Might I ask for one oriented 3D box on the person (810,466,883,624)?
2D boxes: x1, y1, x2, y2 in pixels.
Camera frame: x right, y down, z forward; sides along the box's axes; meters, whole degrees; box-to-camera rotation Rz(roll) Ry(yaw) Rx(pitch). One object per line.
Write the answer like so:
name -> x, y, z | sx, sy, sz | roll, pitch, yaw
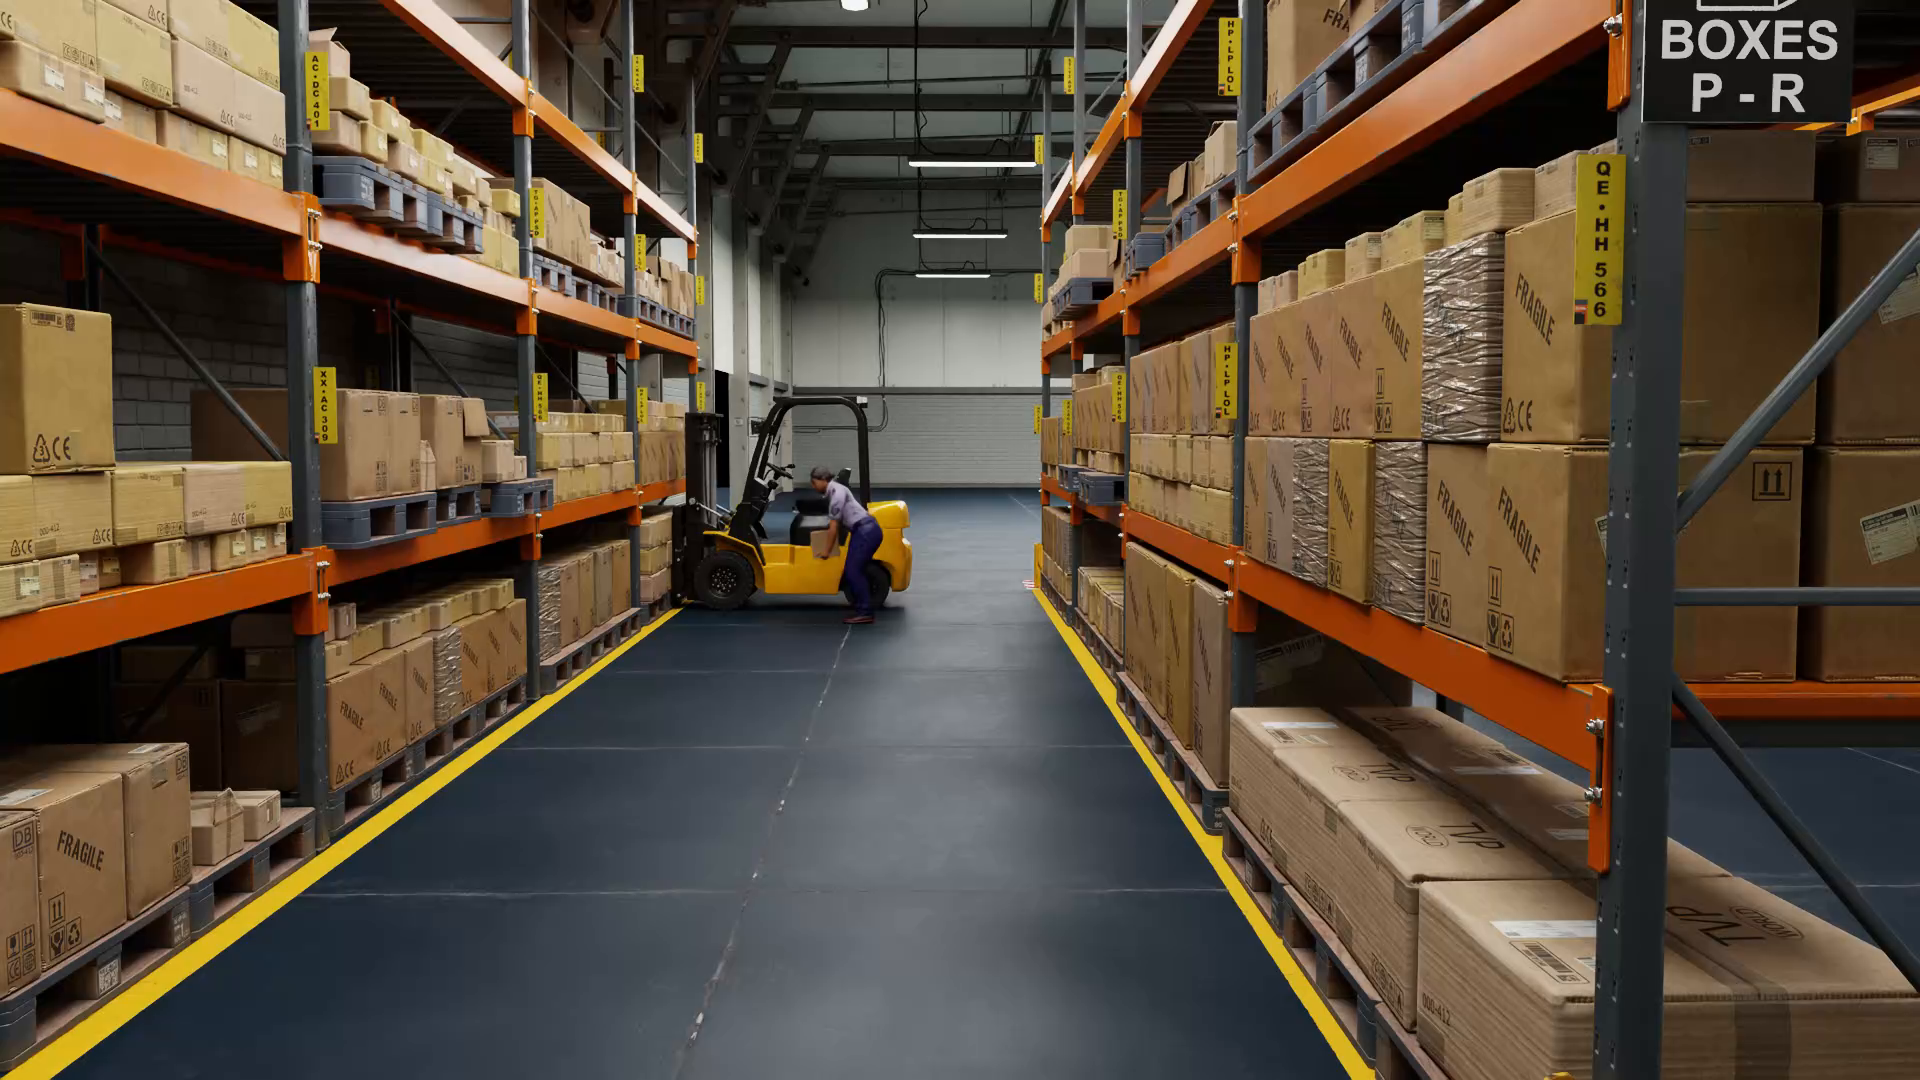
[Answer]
person -> -1.069, 0.044, 15.745 | 0.684, 1.482, 0.450 | 0, 4, -3
